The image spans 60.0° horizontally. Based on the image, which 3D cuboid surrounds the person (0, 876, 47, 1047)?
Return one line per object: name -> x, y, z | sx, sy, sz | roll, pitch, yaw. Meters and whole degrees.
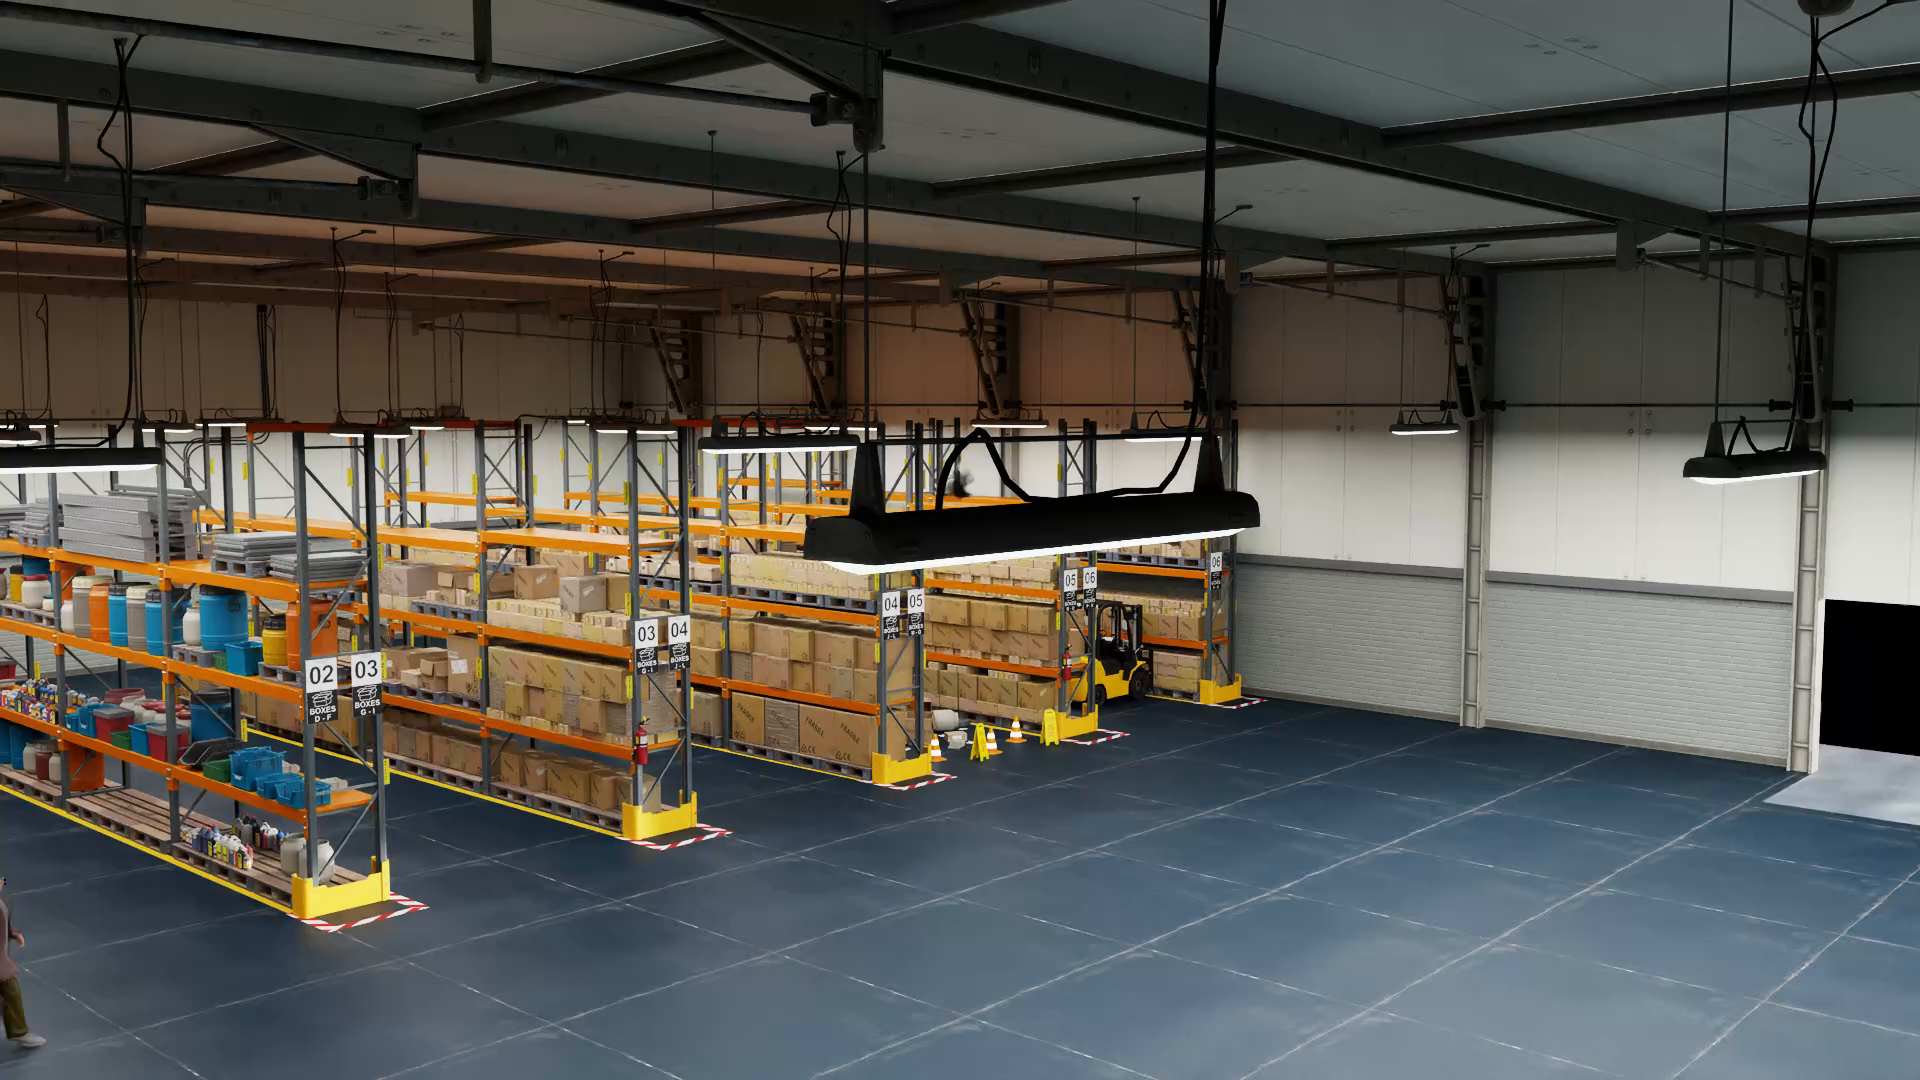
person -> -9.521, 4.112, 16.341 | 0.953, 1.772, 0.728 | -1, 5, -15
